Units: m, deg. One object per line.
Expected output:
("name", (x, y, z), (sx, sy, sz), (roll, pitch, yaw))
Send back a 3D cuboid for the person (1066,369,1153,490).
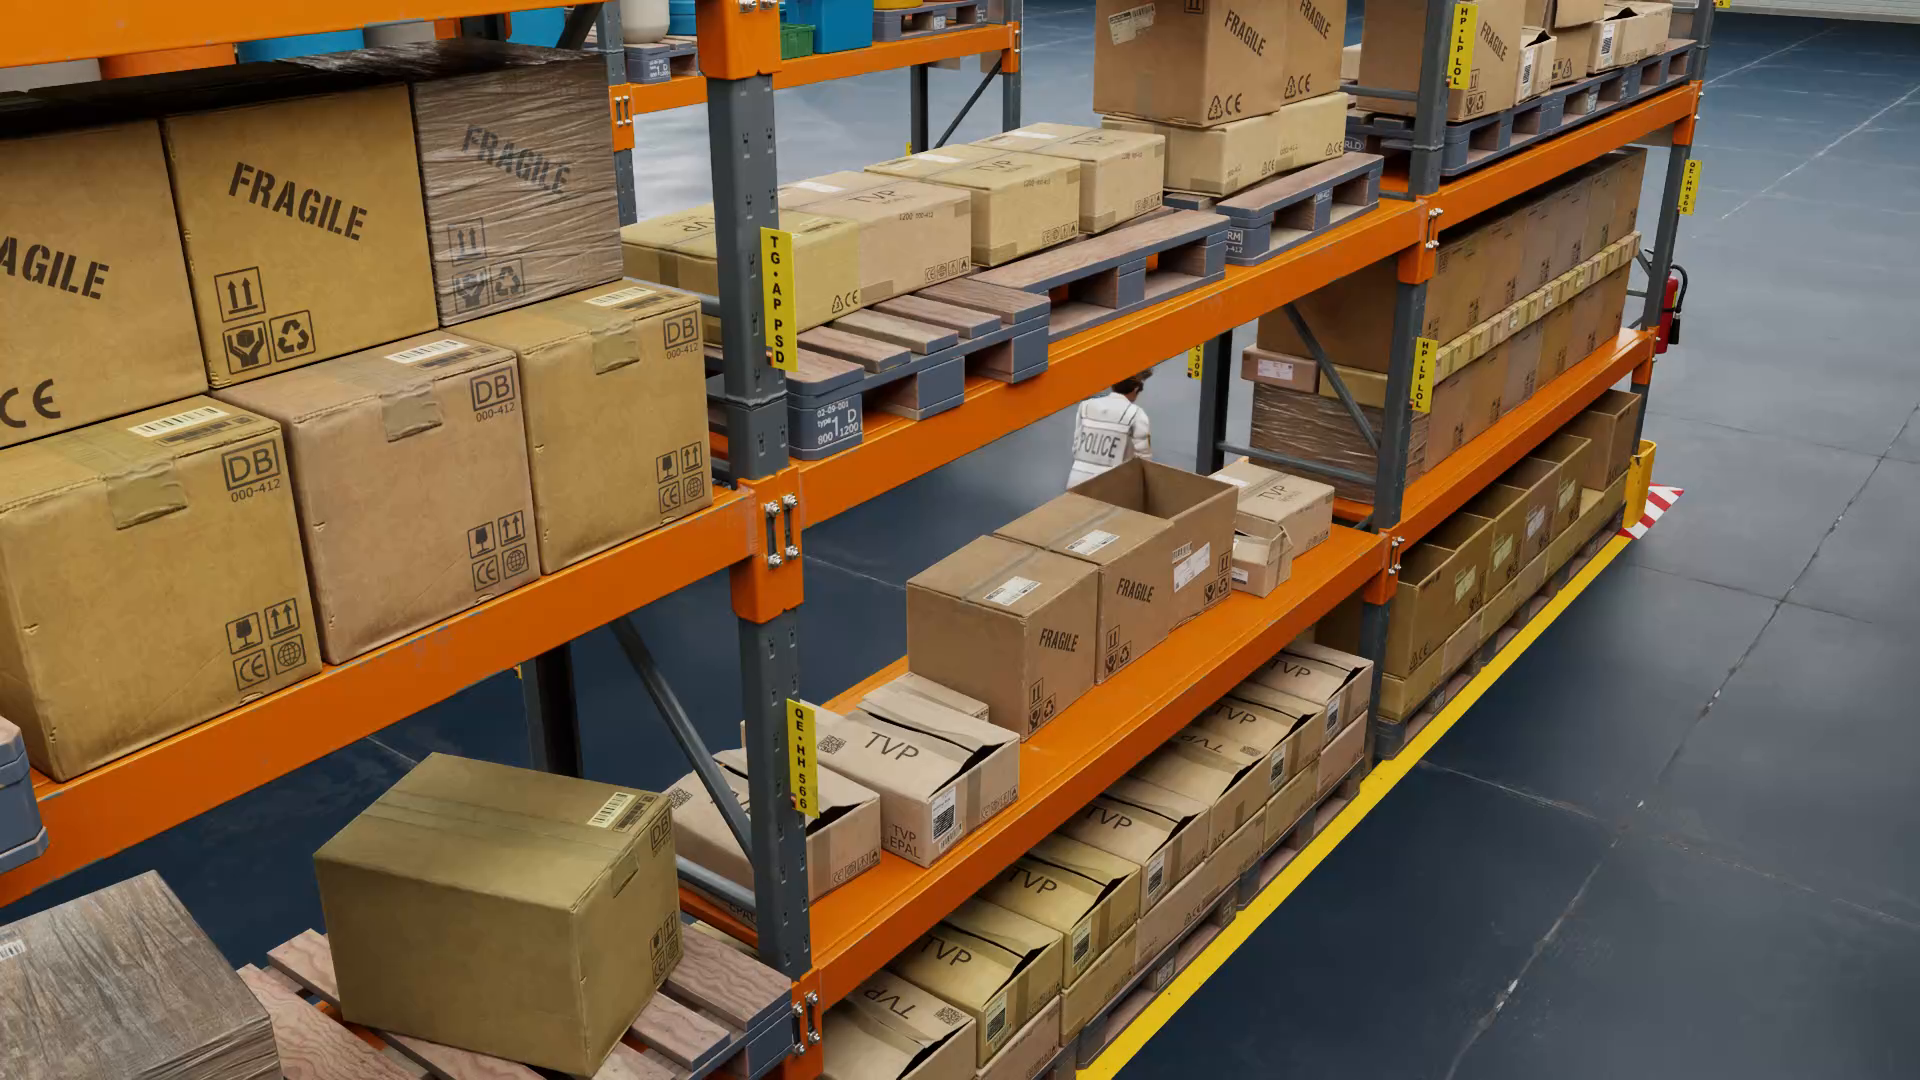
("person", (0.849, -0.283, 9.490), (0.531, 1.479, 0.634), (17, 29, 34))
